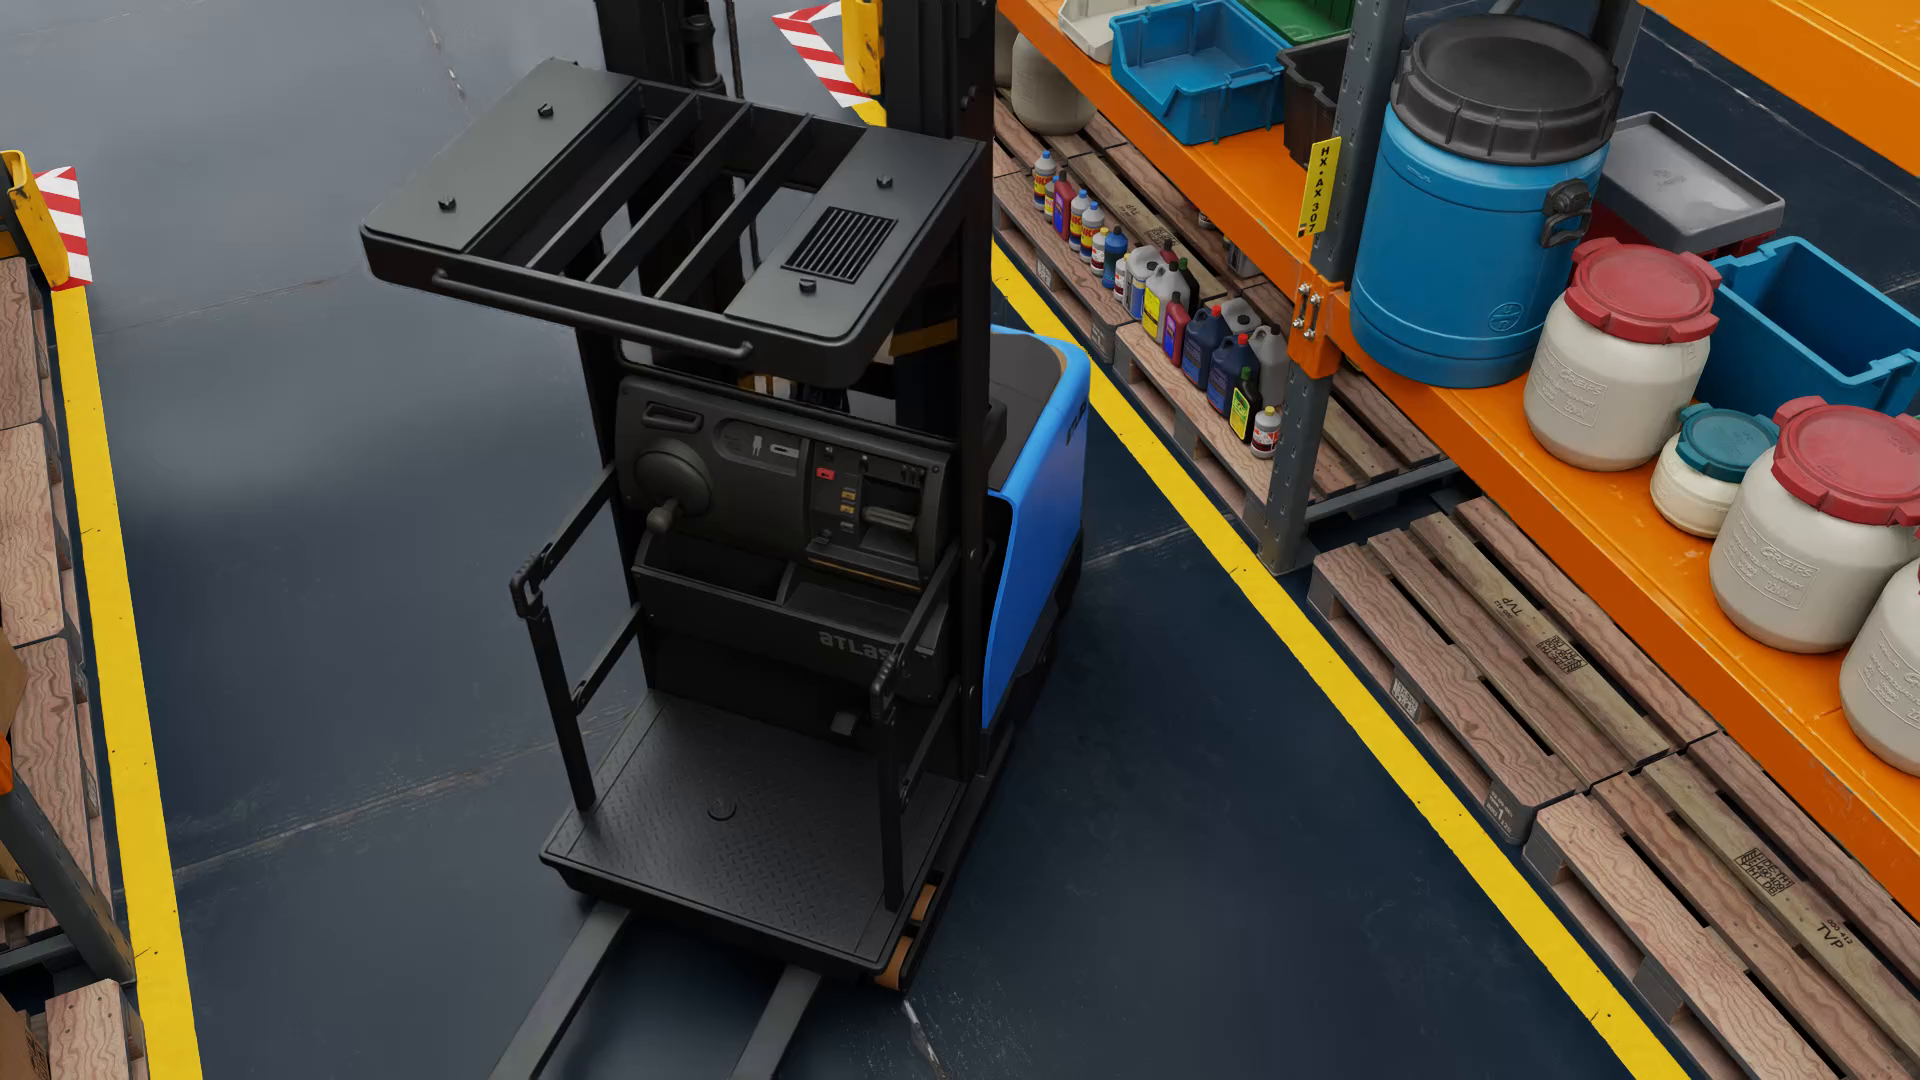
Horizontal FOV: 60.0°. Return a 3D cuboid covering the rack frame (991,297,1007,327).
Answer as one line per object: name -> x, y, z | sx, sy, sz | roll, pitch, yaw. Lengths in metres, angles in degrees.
rack frame -> 0.050, -0.502, 6.118 | 0.240, 0.900, 0.006 | -13, 46, -13

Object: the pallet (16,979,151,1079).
pallet -> -2.585, 1.839, 4.235 | 1.003, 0.211, 1.213 | -18, 47, -17

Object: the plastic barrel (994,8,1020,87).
plastic barrel -> 0.244, -2.528, 8.148 | 0.421, 0.512, 0.421 | 0, 45, 0

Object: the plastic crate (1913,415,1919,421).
plastic crate -> 2.568, -0.010, 4.275 | 0.450, 0.188, 0.662 | -18, 47, -17

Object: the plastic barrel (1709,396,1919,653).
plastic barrel -> 2.092, -0.018, 4.036 | 0.433, 0.535, 0.433 | 0, 45, 0

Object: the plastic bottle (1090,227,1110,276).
plastic bottle -> 0.606, -1.228, 7.038 | 0.097, 0.201, 0.097 | 0, 45, 0

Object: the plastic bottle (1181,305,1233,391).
plastic bottle -> 0.967, -0.773, 6.470 | 0.144, 0.351, 0.185 | -20, 48, -19

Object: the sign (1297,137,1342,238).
sign -> 1.076, -1.055, 4.986 | 0.100, 0.325, 0.005 | -18, 47, -17

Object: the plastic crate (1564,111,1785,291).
plastic crate -> 2.061, -0.916, 4.997 | 0.402, 0.464, 0.583 | -18, 47, -17

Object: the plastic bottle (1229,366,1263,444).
plastic bottle -> 1.078, -0.510, 6.252 | 0.061, 0.283, 0.133 | -16, 47, -15

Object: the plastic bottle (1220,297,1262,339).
plastic bottle -> 1.091, -0.806, 6.557 | 0.152, 0.276, 0.135 | -18, 47, -17

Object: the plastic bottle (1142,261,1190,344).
plastic bottle -> 0.831, -0.979, 6.679 | 0.144, 0.351, 0.185 | -18, 47, -18

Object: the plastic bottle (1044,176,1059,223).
plastic bottle -> 0.421, -1.508, 7.321 | 0.097, 0.201, 0.097 | 0, 45, 0

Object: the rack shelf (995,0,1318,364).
rack shelf -> 0.739, -2.130, 6.785 | 1.077, 0.370, 4.000 | -18, 47, -17

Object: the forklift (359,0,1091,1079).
forklift -> -0.555, -0.056, 4.220 | 1.130, 2.935, 3.031 | 15, 46, 14

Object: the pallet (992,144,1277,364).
pallet -> 0.819, -1.338, 7.456 | 1.003, 0.211, 1.213 | -18, 47, -17

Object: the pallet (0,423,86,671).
pallet -> -3.745, 0.148, 5.950 | 1.003, 0.211, 1.213 | -18, 47, -17

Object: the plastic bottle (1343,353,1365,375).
plastic bottle -> 1.587, -0.800, 6.546 | 0.061, 0.283, 0.133 | -18, 47, -17

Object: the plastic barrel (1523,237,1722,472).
plastic barrel -> 1.783, -0.485, 4.510 | 0.433, 0.535, 0.433 | 0, 45, 0

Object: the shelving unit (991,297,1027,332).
shelving unit -> 0.083, -0.434, 6.049 | 0.258, 0.900, 0.210 | -13, 46, -13

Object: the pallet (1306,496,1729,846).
pallet -> 1.945, 0.370, 5.725 | 1.003, 0.211, 1.213 | -18, 47, -17

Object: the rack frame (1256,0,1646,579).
rack frame -> 1.580, -1.112, 5.241 | 1.000, 3.000, 0.127 | -18, 47, -17

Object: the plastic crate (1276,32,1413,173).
plastic crate -> 1.475, -1.461, 5.639 | 0.767, 0.338, 0.504 | -18, 47, -17

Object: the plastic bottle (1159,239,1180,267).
plastic bottle -> 0.863, -1.091, 6.841 | 0.061, 0.283, 0.133 | -18, 47, -17

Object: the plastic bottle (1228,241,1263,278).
plastic bottle -> 1.235, -1.267, 7.024 | 0.152, 0.276, 0.135 | -18, 47, -17

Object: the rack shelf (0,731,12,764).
rack shelf -> -3.755, -0.667, 5.303 | 1.077, 0.370, 4.000 | -18, 47, -17

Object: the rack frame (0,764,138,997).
rack frame -> -2.914, 0.351, 3.758 | 1.000, 3.000, 0.127 | -18, 47, -17

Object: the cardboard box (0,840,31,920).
cardboard box -> -3.046, 0.825, 4.759 | 0.500, 0.500, 0.500 | -19, 48, -19

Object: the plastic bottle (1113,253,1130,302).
plastic bottle -> 0.692, -1.097, 6.906 | 0.097, 0.201, 0.097 | 0, 45, 0

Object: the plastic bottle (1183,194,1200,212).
plastic bottle -> 1.053, -1.609, 7.366 | 0.061, 0.283, 0.133 | -18, 47, -17

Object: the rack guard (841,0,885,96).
rack guard -> -0.027, -2.736, 8.667 | 1.175, 0.500, 0.348 | -18, 47, -17

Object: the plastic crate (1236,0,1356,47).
plastic crate -> 1.265, -1.985, 6.276 | 0.450, 0.188, 0.662 | -18, 47, -17

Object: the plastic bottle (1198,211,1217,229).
plastic bottle -> 1.102, -1.474, 7.288 | 0.097, 0.201, 0.097 | 0, 45, 0

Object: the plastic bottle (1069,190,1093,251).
plastic bottle -> 0.522, -1.380, 7.142 | 0.097, 0.271, 0.097 | 0, 45, 0
